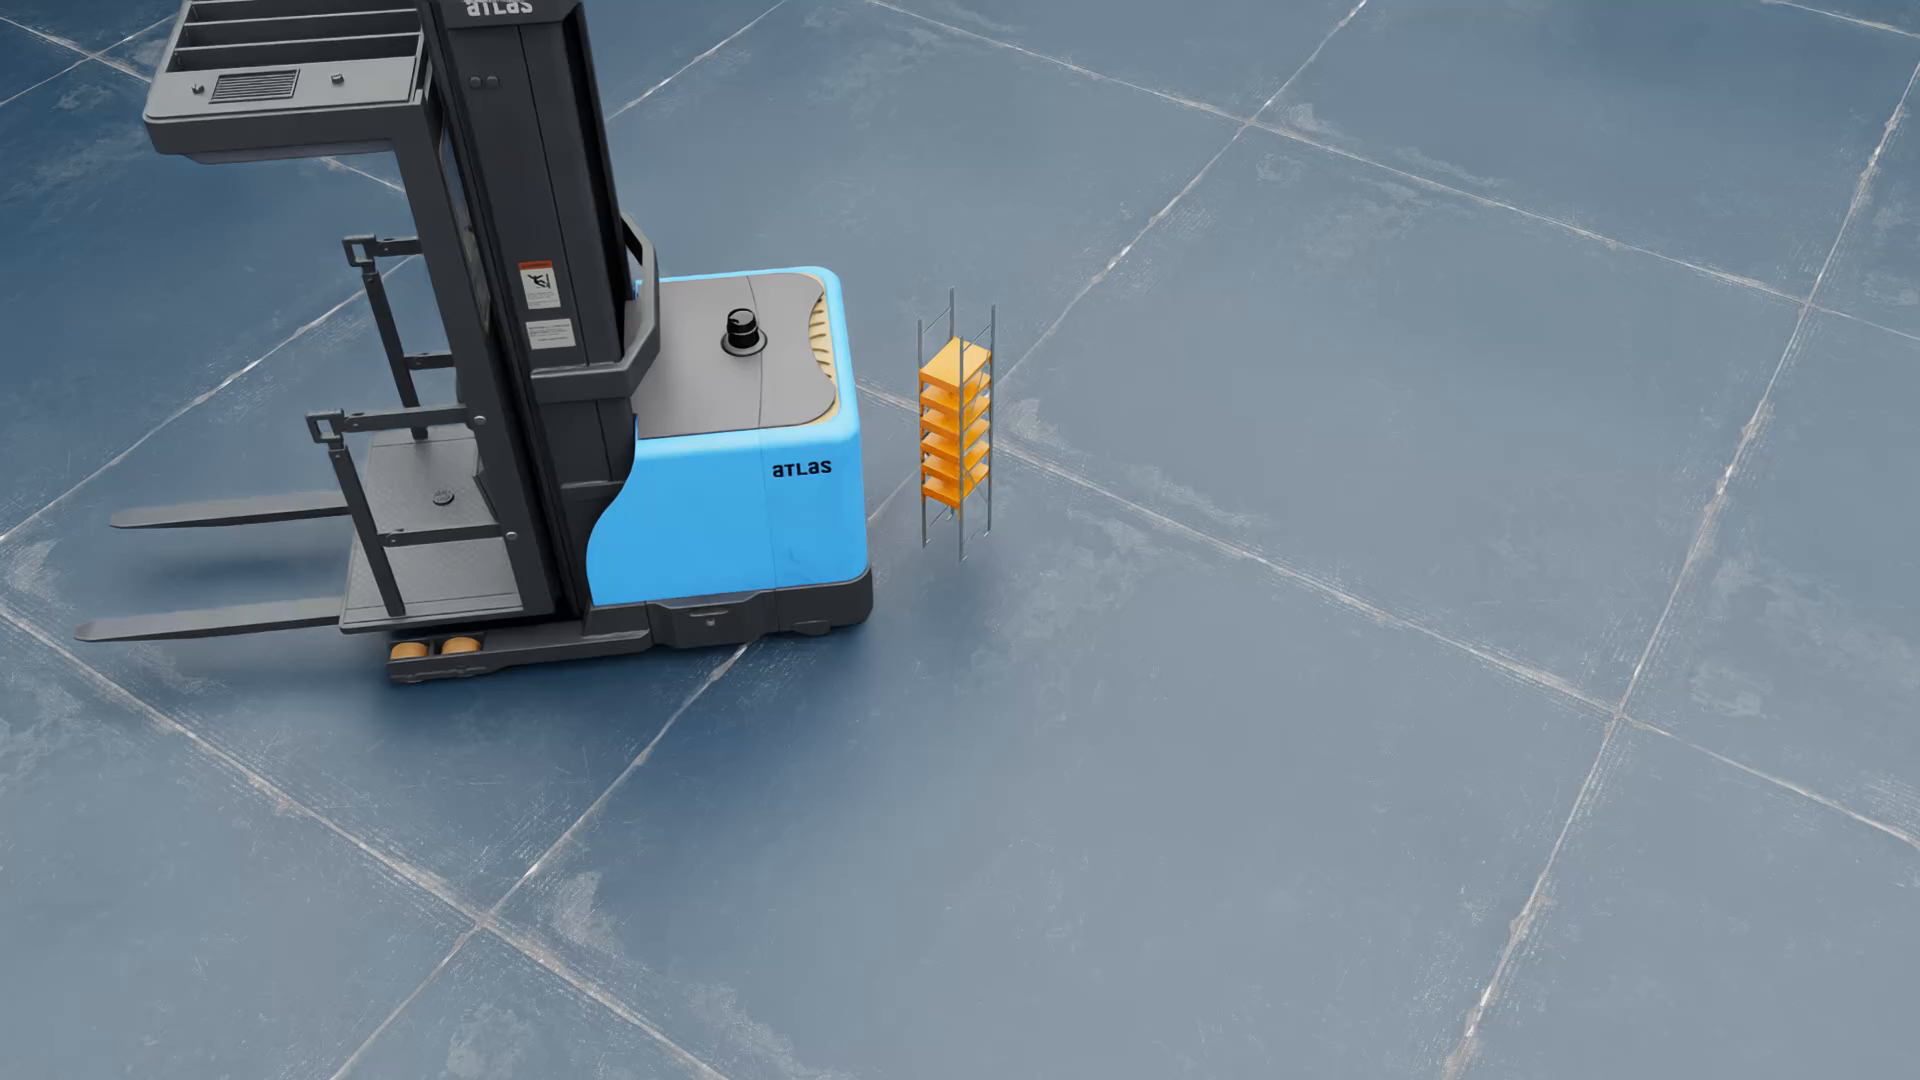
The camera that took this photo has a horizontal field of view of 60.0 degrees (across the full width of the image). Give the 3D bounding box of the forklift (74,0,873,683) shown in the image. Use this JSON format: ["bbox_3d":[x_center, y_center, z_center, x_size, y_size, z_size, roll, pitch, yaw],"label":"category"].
[{"bbox_3d":[-1.903,-0.875,5.779,3.031,2.935,1.130,-6,46,-5],"label":"forklift"}]

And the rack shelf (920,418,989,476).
[{"bbox_3d":[-0.012,-0.393,6.579,0.180,0.103,0.258,25,51,22],"label":"rack shelf"}]

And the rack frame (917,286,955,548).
[{"bbox_3d":[-0.089,-0.459,6.581,0.006,1.200,0.240,25,51,22],"label":"rack frame"}]

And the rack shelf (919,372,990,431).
[{"bbox_3d":[-0.012,-0.560,6.407,0.180,0.103,0.258,25,51,22],"label":"rack shelf"}]

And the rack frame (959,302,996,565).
[{"bbox_3d":[0.065,-0.388,6.513,0.006,1.200,0.240,25,51,22],"label":"rack frame"}]

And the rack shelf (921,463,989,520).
[{"bbox_3d":[-0.012,-0.226,6.751,0.180,0.103,0.258,25,51,22],"label":"rack shelf"}]

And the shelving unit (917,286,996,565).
[{"bbox_3d":[-0.012,-0.424,6.547,0.189,1.200,0.258,25,51,22],"label":"shelving unit"}]

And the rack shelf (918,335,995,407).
[{"bbox_3d":[-0.012,-0.644,6.321,0.180,0.103,0.258,25,51,22],"label":"rack shelf"}]

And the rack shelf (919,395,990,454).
[{"bbox_3d":[-0.012,-0.476,6.493,0.180,0.103,0.258,25,51,22],"label":"rack shelf"}]

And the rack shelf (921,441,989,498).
[{"bbox_3d":[-0.012,-0.309,6.665,0.180,0.103,0.258,25,51,22],"label":"rack shelf"}]
